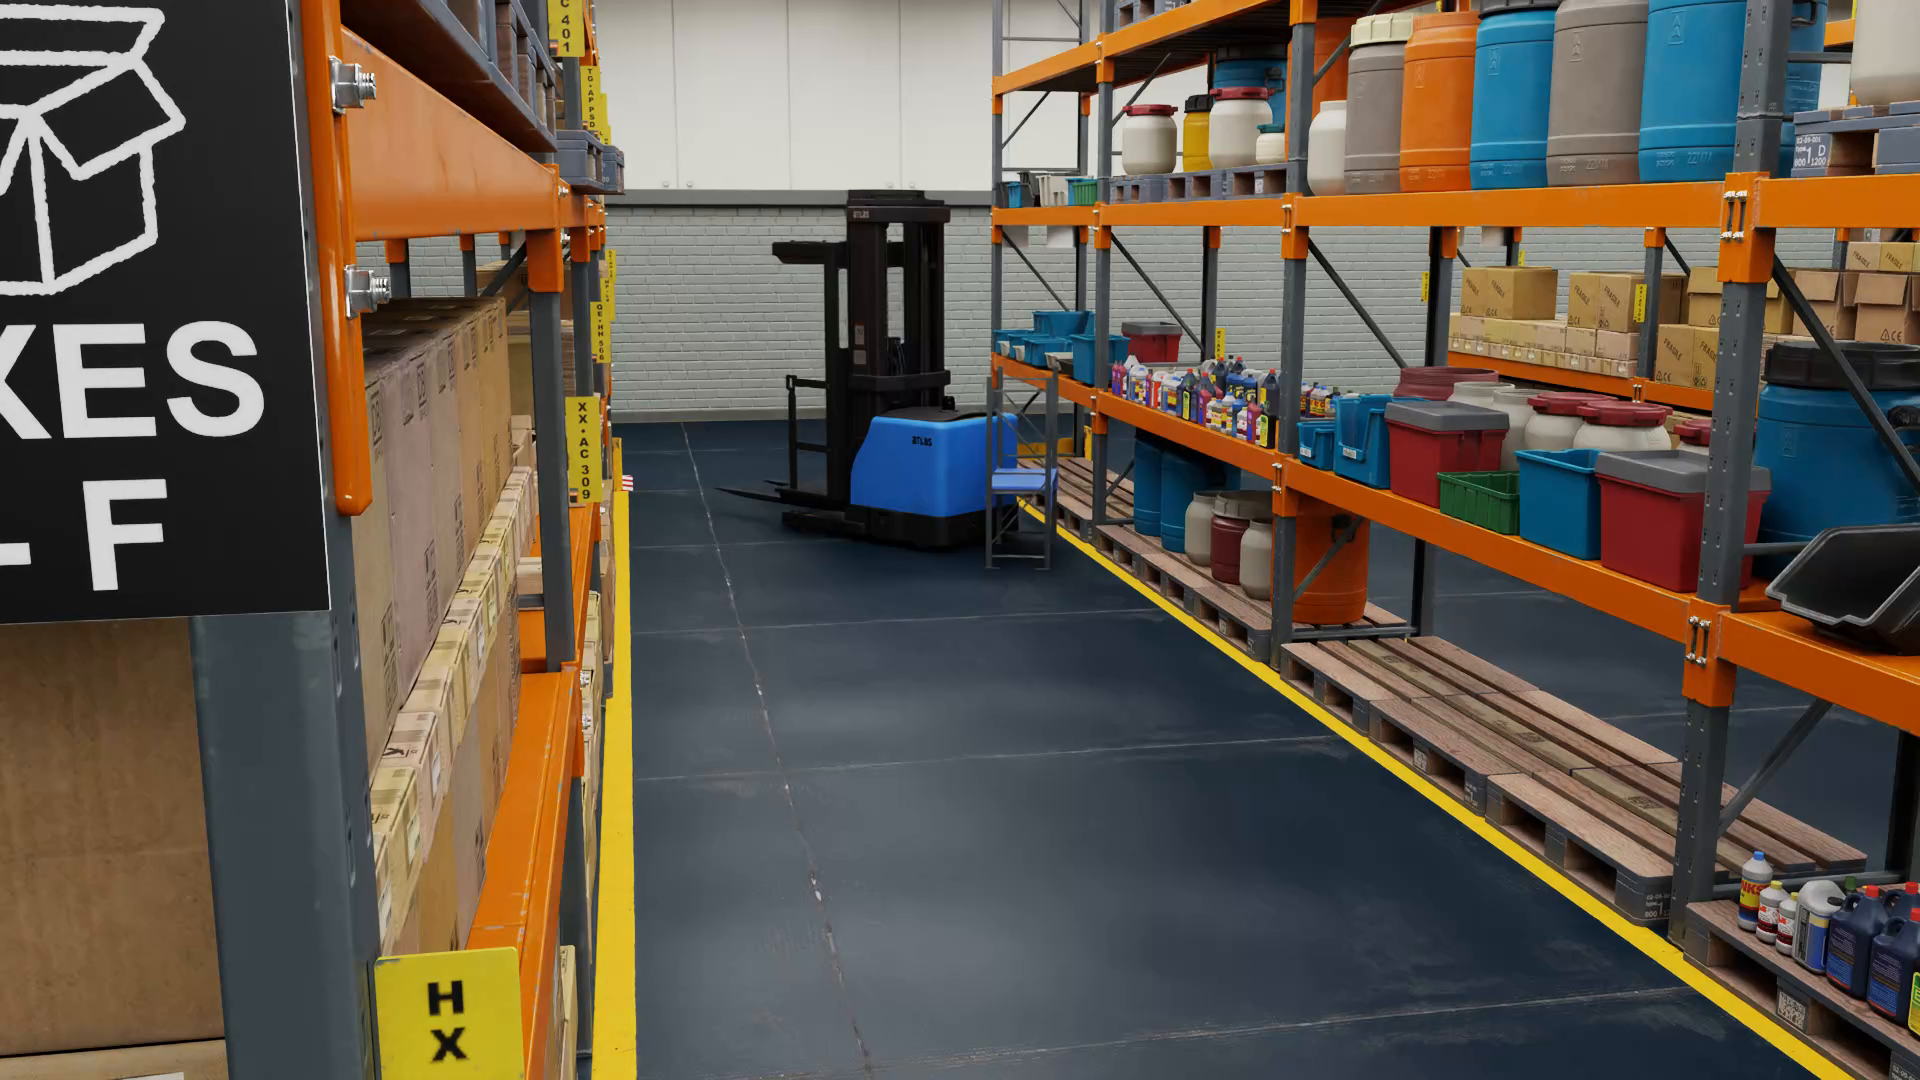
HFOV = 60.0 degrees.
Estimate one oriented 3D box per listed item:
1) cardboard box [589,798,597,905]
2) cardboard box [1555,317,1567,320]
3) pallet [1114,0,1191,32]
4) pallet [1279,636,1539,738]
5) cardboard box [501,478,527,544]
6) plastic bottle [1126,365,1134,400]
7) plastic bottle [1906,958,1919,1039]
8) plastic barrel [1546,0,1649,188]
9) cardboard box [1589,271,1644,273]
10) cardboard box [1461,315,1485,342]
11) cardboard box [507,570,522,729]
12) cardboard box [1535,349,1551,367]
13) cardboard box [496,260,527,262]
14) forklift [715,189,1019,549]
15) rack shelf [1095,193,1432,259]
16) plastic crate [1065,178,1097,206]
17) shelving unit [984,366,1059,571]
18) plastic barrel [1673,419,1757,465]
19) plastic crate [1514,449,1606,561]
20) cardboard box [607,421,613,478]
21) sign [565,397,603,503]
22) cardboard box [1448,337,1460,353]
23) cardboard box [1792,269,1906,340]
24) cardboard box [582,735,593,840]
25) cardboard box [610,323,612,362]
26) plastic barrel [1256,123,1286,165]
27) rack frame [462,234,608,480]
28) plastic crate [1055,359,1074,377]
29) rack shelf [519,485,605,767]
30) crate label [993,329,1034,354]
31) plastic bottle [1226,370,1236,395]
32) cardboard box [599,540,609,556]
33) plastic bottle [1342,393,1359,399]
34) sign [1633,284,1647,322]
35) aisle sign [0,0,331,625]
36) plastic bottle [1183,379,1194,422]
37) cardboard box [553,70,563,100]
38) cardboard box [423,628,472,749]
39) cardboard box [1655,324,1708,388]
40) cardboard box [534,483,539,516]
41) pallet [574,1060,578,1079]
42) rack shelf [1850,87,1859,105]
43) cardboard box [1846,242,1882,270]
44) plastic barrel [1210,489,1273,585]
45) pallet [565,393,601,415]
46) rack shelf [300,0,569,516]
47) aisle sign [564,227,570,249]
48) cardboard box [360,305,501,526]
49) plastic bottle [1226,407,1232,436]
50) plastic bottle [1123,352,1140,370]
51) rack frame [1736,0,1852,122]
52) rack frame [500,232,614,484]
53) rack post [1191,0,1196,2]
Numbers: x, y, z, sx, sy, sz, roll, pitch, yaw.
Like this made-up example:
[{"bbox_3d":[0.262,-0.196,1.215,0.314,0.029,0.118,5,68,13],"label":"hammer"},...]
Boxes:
[{"bbox_3d":[-1.629,1.176,6.224,0.500,0.250,0.500,-2,11,-10],"label":"cardboard box"},{"bbox_3d":[6.240,-2.159,17.121,0.500,0.250,0.500,-3,11,-13],"label":"cardboard box"},{"bbox_3d":[1.799,-3.945,12.432,1.003,0.211,1.213,-2,11,-11],"label":"pallet"},{"bbox_3d":[2.499,0.809,9.382,1.003,0.211,1.213,-2,11,-11],"label":"pallet"},{"bbox_3d":[-1.386,-0.072,4.548,0.380,0.149,0.250,-2,11,-12],"label":"cardboard box"},{"bbox_3d":[1.346,-1.229,12.976,0.097,0.271,0.097,0,11,0],"label":"plastic bottle"},{"bbox_3d":[2.942,1.377,5.027,0.061,0.283,0.133,-2,11,-8],"label":"plastic bottle"},{"bbox_3d":[2.725,-1.896,6.772,0.600,0.901,0.600,0,11,0],"label":"plastic barrel"},{"bbox_3d":[6.430,-2.342,16.079,0.500,0.500,0.500,-2,11,-13],"label":"cardboard box"},{"bbox_3d":[5.624,-2.231,17.502,0.500,0.250,0.500,-2,11,-12],"label":"cardboard box"},{"bbox_3d":[-1.603,0.241,4.642,0.700,0.500,0.500,-2,11,-12],"label":"cardboard box"},{"bbox_3d":[5.835,-1.774,16.169,0.380,0.149,0.250,-2,11,-12],"label":"cardboard box"},{"bbox_3d":[-4.202,-2.441,16.060,0.500,0.500,0.500,-2,11,-9],"label":"cardboard box"},{"bbox_3d":[-0.937,-1.570,14.608,3.031,2.935,1.130,9,14,40],"label":"forklift"},{"bbox_3d":[1.997,-2.191,11.589,1.077,0.370,4.000,-2,11,-11],"label":"rack shelf"},{"bbox_3d":[1.118,-2.985,14.281,0.416,0.233,0.300,-2,11,-11],"label":"plastic crate"},{"bbox_3d":[0.507,-0.601,13.344,0.538,1.500,1.048,1,11,6],"label":"shelving unit"},{"bbox_3d":[3.193,-0.221,6.971,0.433,0.535,0.433,0,11,0],"label":"plastic barrel"},{"bbox_3d":[2.644,-0.154,7.025,0.392,0.384,0.575,-2,11,-11],"label":"plastic crate"},{"bbox_3d":[-3.682,-0.890,16.357,0.500,0.500,0.500,-2,11,-11],"label":"cardboard box"},{"bbox_3d":[-1.152,-0.276,5.097,0.100,0.325,0.005,-2,11,-11],"label":"sign"},{"bbox_3d":[5.485,-2.104,17.901,0.380,0.149,0.250,-2,11,-12],"label":"cardboard box"},{"bbox_3d":[6.857,-1.803,12.699,0.797,0.503,0.637,-2,11,-9],"label":"cardboard box"},{"bbox_3d":[-1.624,0.901,6.172,0.500,0.311,0.500,-2,11,-12],"label":"cardboard box"},{"bbox_3d":[-3.675,-1.969,16.252,0.500,0.500,0.500,-2,11,-9],"label":"cardboard box"},{"bbox_3d":[2.034,-2.508,10.573,0.301,0.262,0.301,0,11,0],"label":"plastic barrel"},{"bbox_3d":[-3.252,-1.259,12.786,1.000,3.000,0.127,-2,11,-11],"label":"rack frame"},{"bbox_3d":[1.127,-1.528,14.777,0.437,0.125,0.590,-2,11,-11],"label":"plastic crate"},{"bbox_3d":[-2.085,0.195,7.072,1.077,0.370,4.000,-2,11,-11],"label":"rack shelf"},{"bbox_3d":[0.555,-2.062,17.293,0.416,0.233,0.303,-2,11,-11],"label":"crate label"},{"bbox_3d":[2.052,-1.147,12.543,0.097,0.271,0.097,0,11,0],"label":"plastic bottle"},{"bbox_3d":[-2.389,0.297,10.121,0.500,0.500,0.500,-3,11,-13],"label":"cardboard box"},{"bbox_3d":[2.529,-0.819,10.811,0.152,0.276,0.135,-2,11,-11],"label":"plastic bottle"},{"bbox_3d":[5.922,-2.062,14.480,0.100,0.325,0.005,-2,11,-11],"label":"sign"},{"bbox_3d":[-0.604,-0.334,0.975,0.394,0.787,0.004,-2,11,-11],"label":"aisle sign"},{"bbox_3d":[1.605,-0.974,11.602,0.061,0.283,0.133,-2,11,-11],"label":"plastic bottle"},{"bbox_3d":[-3.384,-3.360,12.864,0.700,0.500,0.500,-2,11,-11],"label":"cardboard box"},{"bbox_3d":[-1.035,0.259,2.813,0.380,0.149,0.250,-2,11,-12],"label":"cardboard box"},{"bbox_3d":[6.311,-1.574,14.175,0.500,0.500,0.500,-2,11,-11],"label":"cardboard box"},{"bbox_3d":[-2.170,-0.170,7.737,0.380,0.149,0.250,-1,11,-7],"label":"cardboard box"},{"bbox_3d":[-1.582,1.726,4.564,1.003,0.211,1.213,-2,11,-11],"label":"pallet"},{"bbox_3d":[10.962,-4.739,16.960,1.077,0.370,4.000,-2,11,-11],"label":"rack shelf"},{"bbox_3d":[10.400,-3.108,18.766,0.500,0.500,0.500,-2,11,-11],"label":"cardboard box"},{"bbox_3d":[2.054,-0.022,11.617,0.600,0.588,0.708,-2,11,-11],"label":"plastic barrel"},{"bbox_3d":[-2.856,-0.787,10.823,1.003,0.211,1.213,-2,11,-11],"label":"pallet"},{"bbox_3d":[-1.307,-0.545,2.937,1.077,0.370,4.000,-2,11,-11],"label":"rack shelf"},{"bbox_3d":[-3.742,-3.293,16.522,0.394,0.787,0.004,-2,11,-11],"label":"aisle sign"},{"bbox_3d":[-1.504,-0.304,4.034,0.700,0.500,0.500,-2,11,-11],"label":"cardboard box"},{"bbox_3d":[1.783,-0.783,10.820,0.097,0.201,0.097,0,11,0],"label":"plastic bottle"},{"bbox_3d":[1.366,-1.330,13.294,0.144,0.351,0.185,-2,11,-11],"label":"plastic bottle"},{"bbox_3d":[3.164,-2.918,5.459,1.000,3.000,0.127,-2,11,-11],"label":"rack frame"},{"bbox_3d":[-4.030,-1.992,16.641,1.000,3.000,0.127,-2,11,-11],"label":"rack frame"},{"bbox_3d":[2.126,-3.773,11.289,0.937,0.300,0.954,-1,11,-5],"label":"rack post"}]
